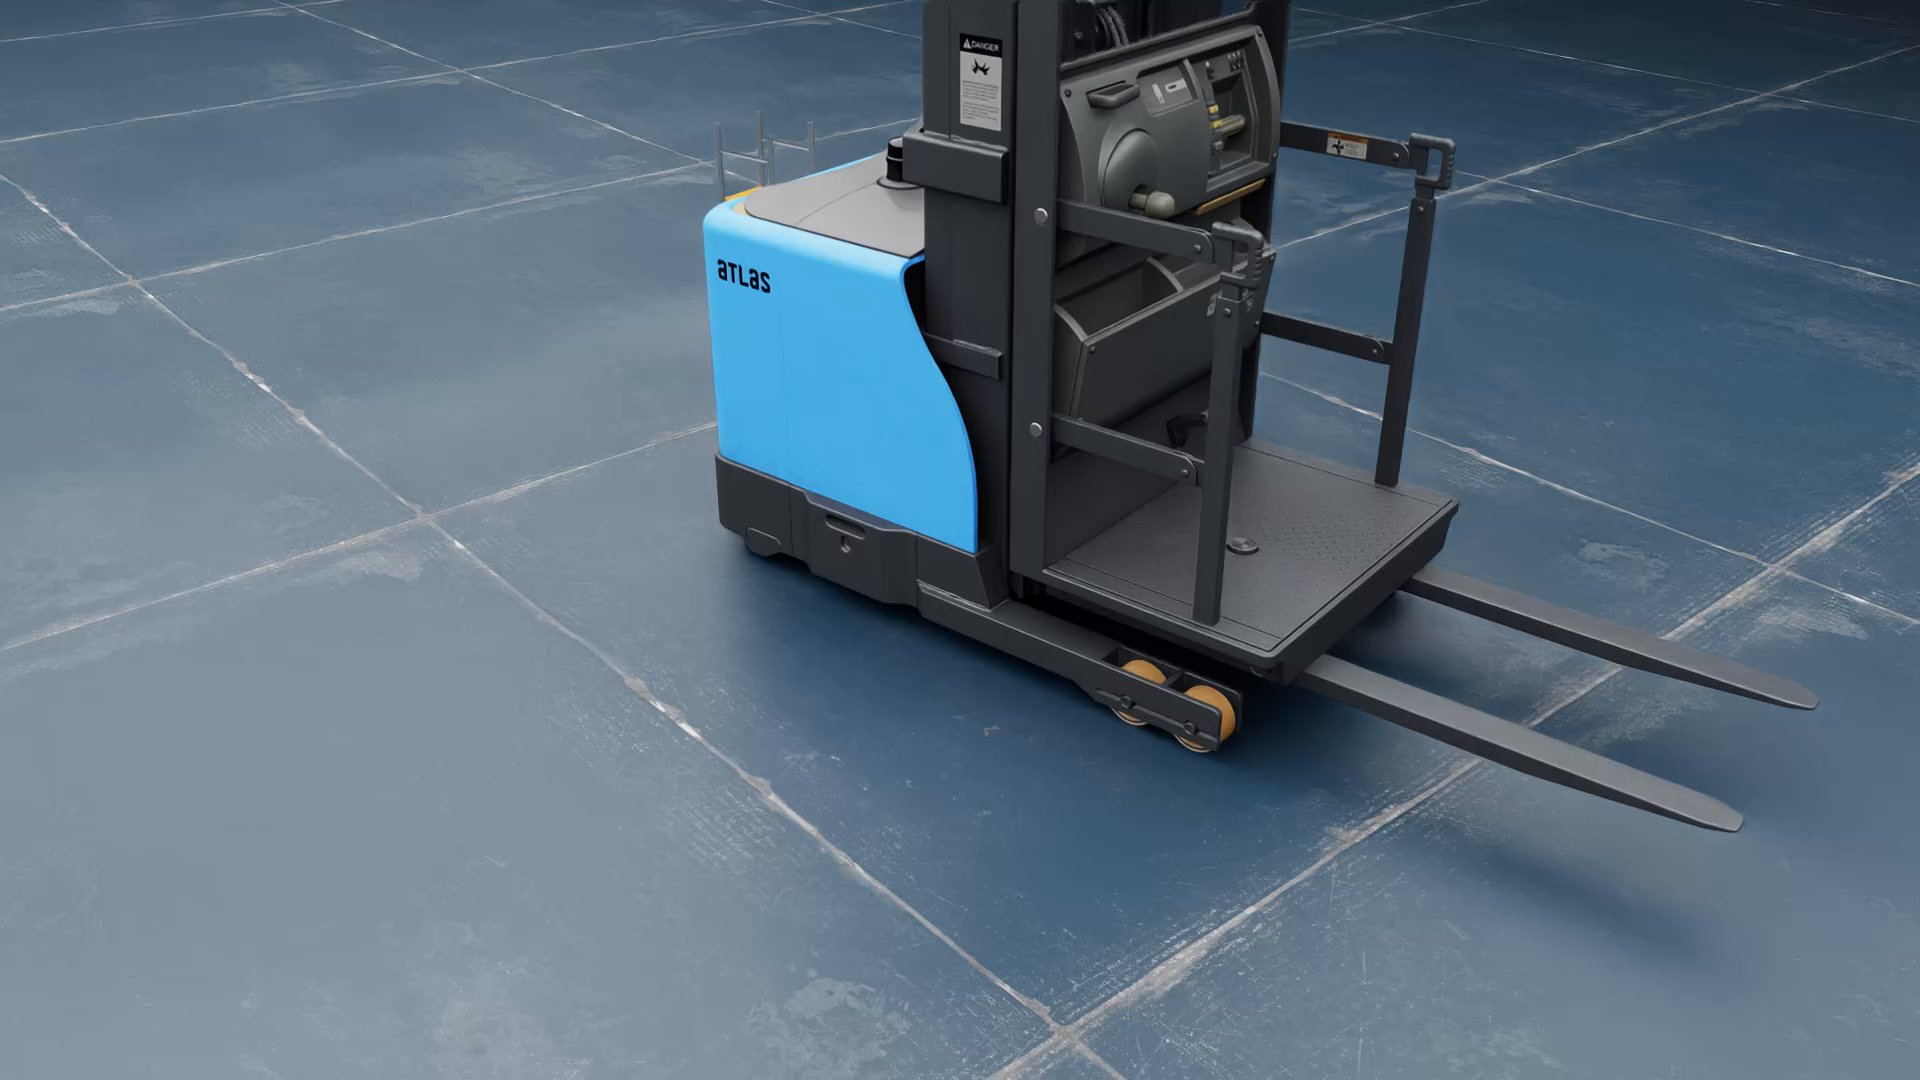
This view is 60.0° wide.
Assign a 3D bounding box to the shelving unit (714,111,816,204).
[{"bbox_3d":[-0.601,-0.750,5.380,0.258,1.200,0.189,20,34,32],"label":"shelving unit"}]

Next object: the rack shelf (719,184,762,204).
[{"bbox_3d":[-0.601,-1.028,5.231,0.258,0.103,0.180,20,34,32],"label":"rack shelf"}]

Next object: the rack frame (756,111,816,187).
[{"bbox_3d":[-0.545,-0.784,5.444,0.240,1.200,0.006,20,34,32],"label":"rack frame"}]

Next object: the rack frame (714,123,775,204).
[{"bbox_3d":[-0.657,-0.716,5.316,0.240,1.200,0.006,20,34,32],"label":"rack frame"}]

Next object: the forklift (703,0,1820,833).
[{"bbox_3d":[0.711,-1.035,4.076,3.031,2.935,1.130,21,34,34],"label":"forklift"}]
